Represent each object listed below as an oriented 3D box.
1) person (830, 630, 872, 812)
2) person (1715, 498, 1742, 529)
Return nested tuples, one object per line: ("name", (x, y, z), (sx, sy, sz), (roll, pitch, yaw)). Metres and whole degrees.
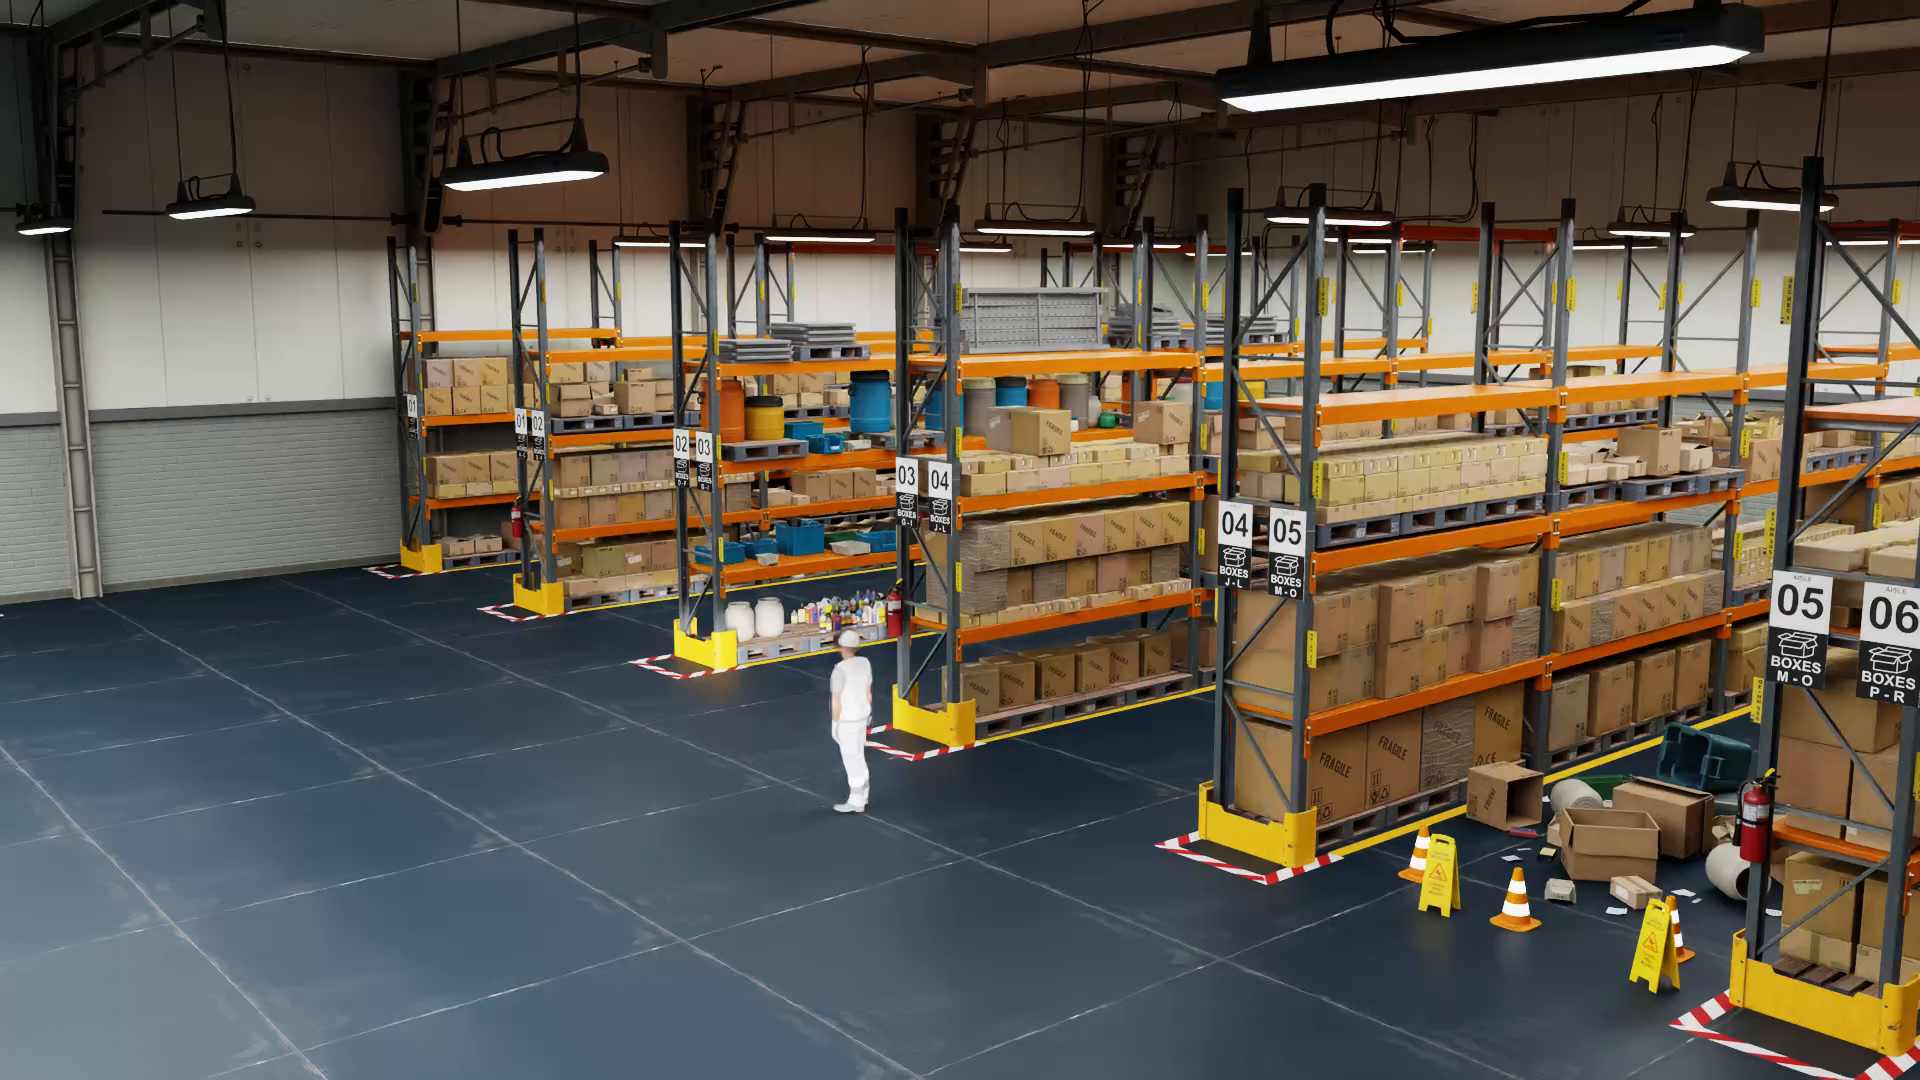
("person", (-1.068, 1.783, 16.404), (0.365, 1.823, 0.619), (4, 9, 22))
("person", (14.126, -0.339, 30.633), (0.459, 1.677, 0.588), (7, 11, 37))
